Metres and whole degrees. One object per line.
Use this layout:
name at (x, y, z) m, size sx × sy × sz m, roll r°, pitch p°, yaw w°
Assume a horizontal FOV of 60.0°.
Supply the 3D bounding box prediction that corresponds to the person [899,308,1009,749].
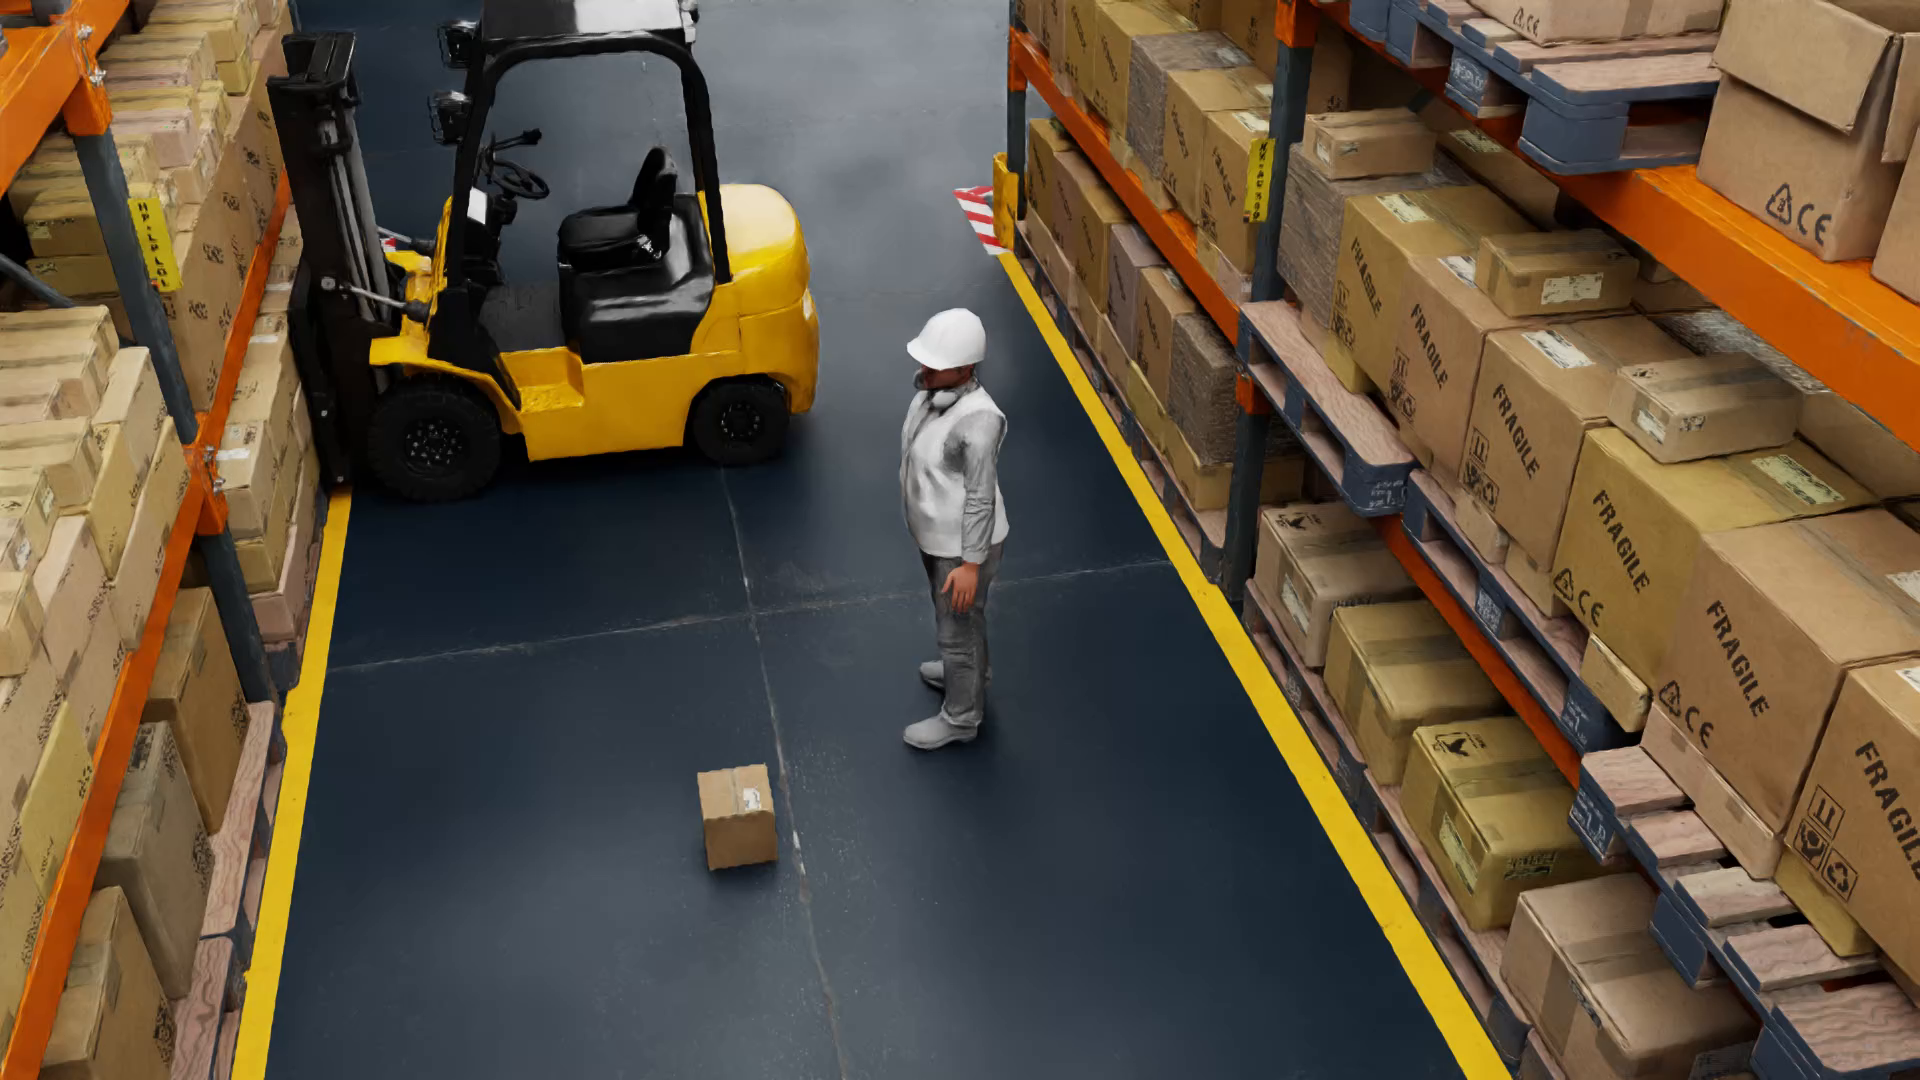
person at (-0.044, -0.026, 6.124) m, size 0.441 × 1.779 × 0.647 m, roll -11°, pitch 36°, yaw -16°
